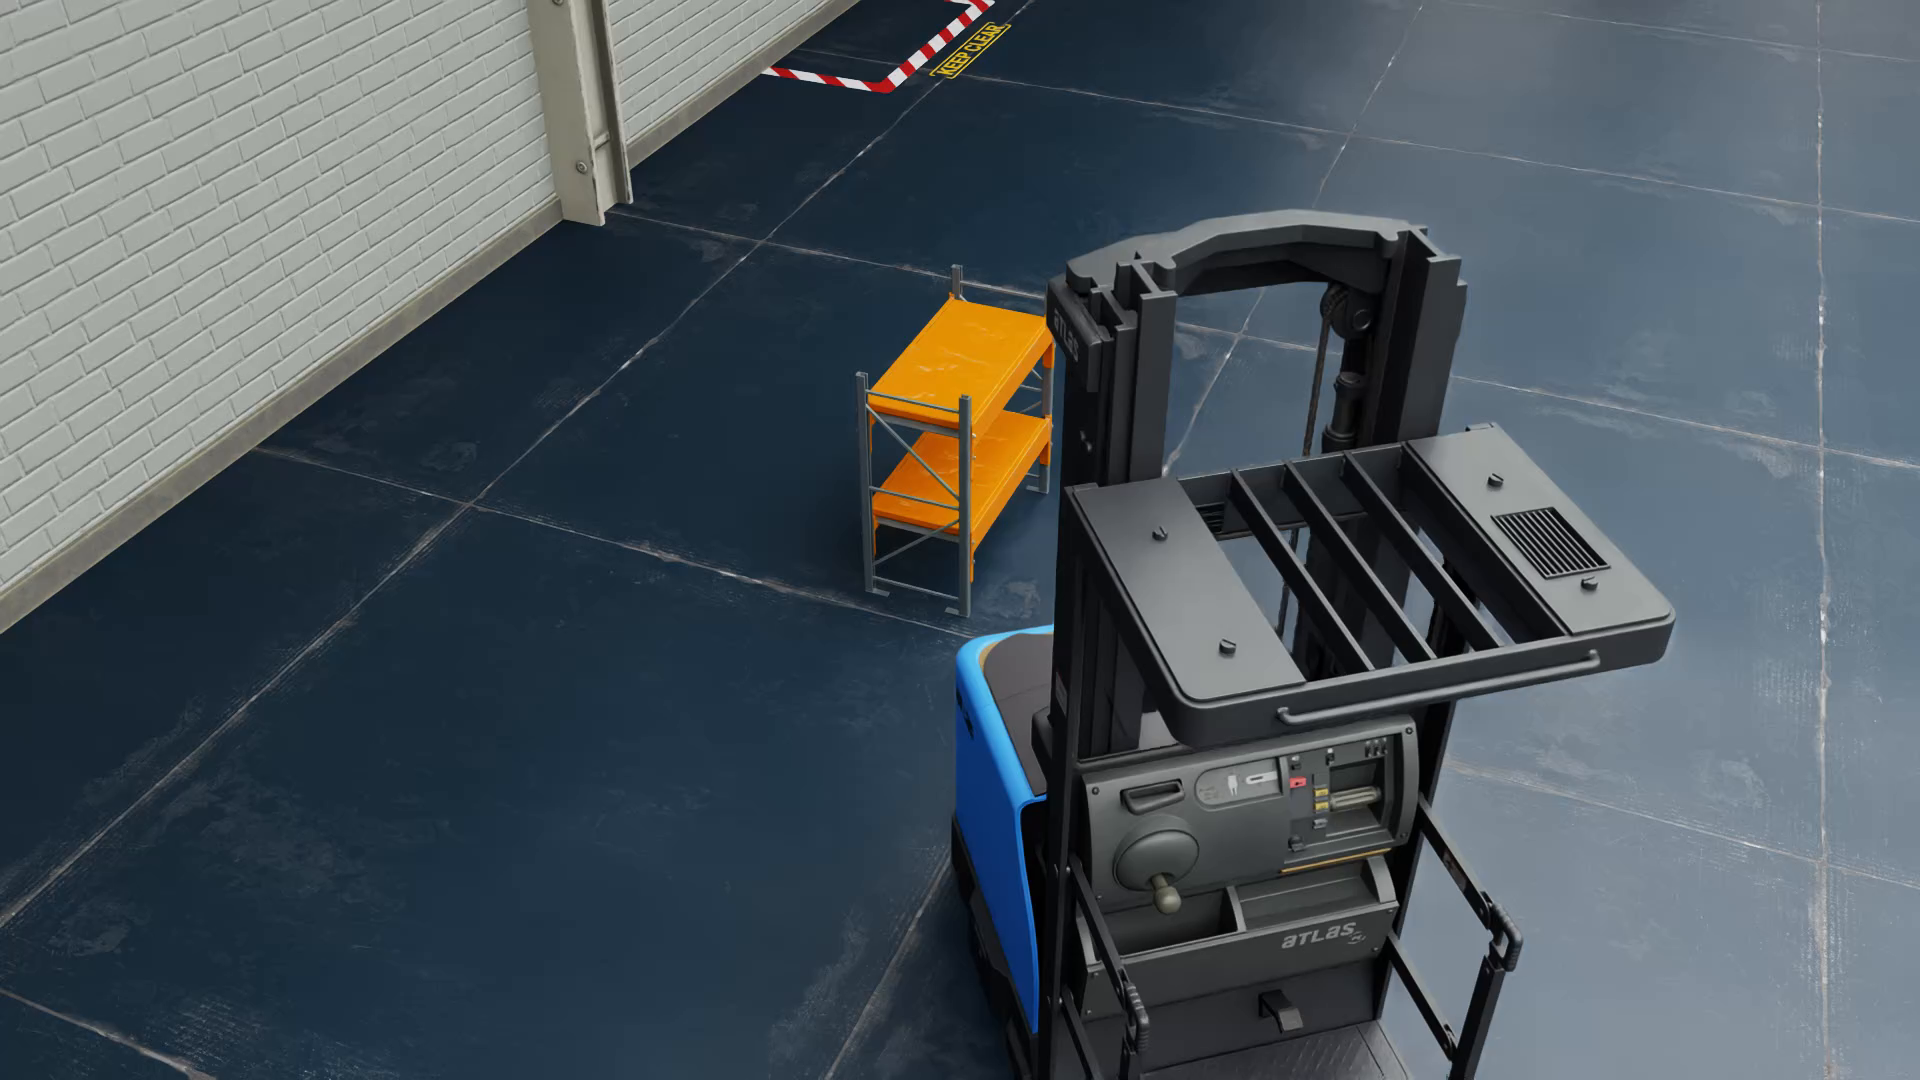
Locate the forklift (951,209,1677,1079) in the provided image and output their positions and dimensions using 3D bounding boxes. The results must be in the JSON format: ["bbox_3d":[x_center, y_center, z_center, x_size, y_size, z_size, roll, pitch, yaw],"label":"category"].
[{"bbox_3d":[0.835,0.797,4.235,1.130,2.935,3.031,-9,38,-12],"label":"forklift"}]

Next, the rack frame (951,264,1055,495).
[{"bbox_3d":[0.196,-0.736,7.795,0.500,1.125,0.032,14,39,18],"label":"rack frame"}]

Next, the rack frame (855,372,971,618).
[{"bbox_3d":[-0.191,-0.173,7.042,0.500,1.125,0.032,14,39,18],"label":"rack frame"}]

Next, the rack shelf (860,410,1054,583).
[{"bbox_3d":[0.003,-0.258,7.565,0.538,0.278,1.000,14,39,18],"label":"rack shelf"}]

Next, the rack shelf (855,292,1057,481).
[{"bbox_3d":[0.003,-0.689,7.243,0.538,0.278,1.000,14,39,18],"label":"rack shelf"}]

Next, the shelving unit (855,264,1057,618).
[{"bbox_3d":[0.003,-0.454,7.418,0.538,1.125,1.048,14,39,18],"label":"shelving unit"}]

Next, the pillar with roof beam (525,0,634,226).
[{"bbox_3d":[1.674,-4.724,6.554,9.100,9.000,0.400,14,39,18],"label":"pillar with roof beam"}]
